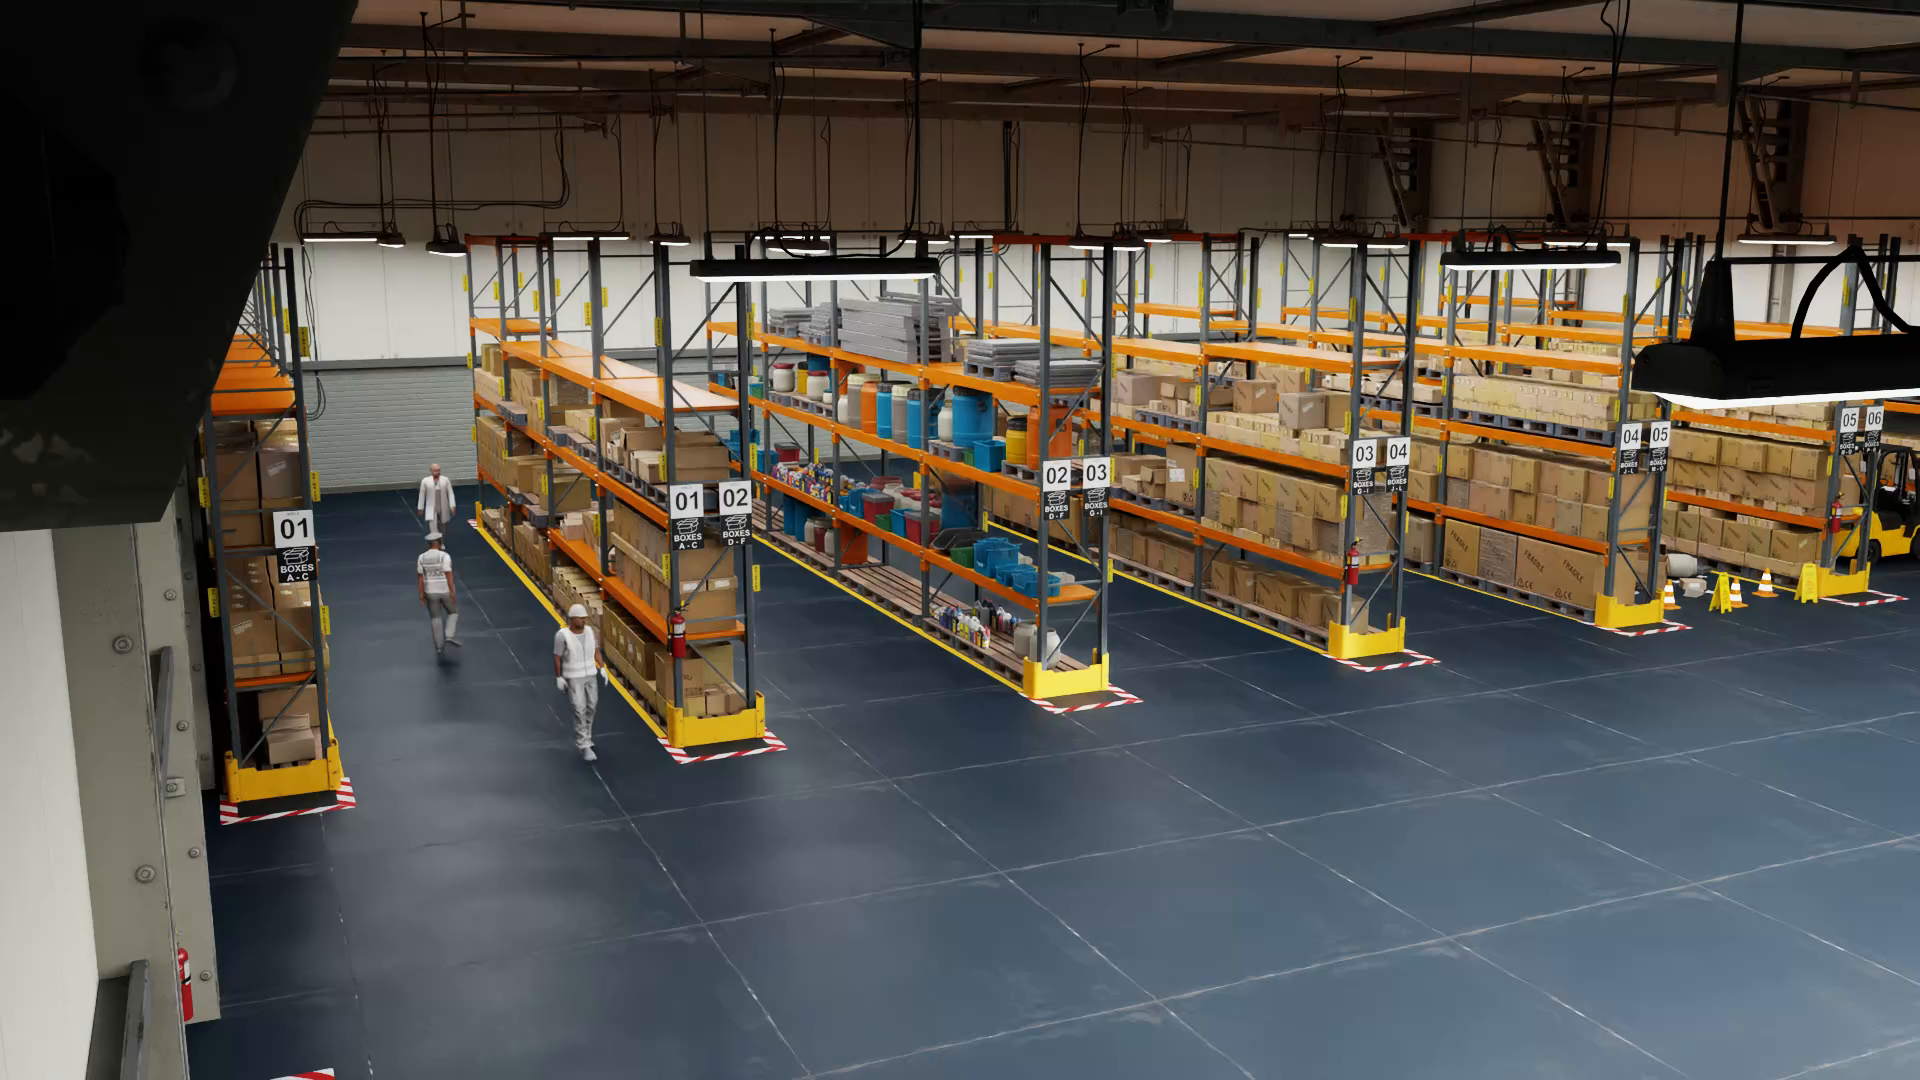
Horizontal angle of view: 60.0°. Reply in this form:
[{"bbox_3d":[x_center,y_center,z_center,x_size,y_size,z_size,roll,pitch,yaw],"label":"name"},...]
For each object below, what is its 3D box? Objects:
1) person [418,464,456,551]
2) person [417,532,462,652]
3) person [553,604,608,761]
[{"bbox_3d":[-9.895,-0.587,31.473,0.686,1.719,1.102,-5,12,-23],"label":"person"},{"bbox_3d":[-7.668,0.774,24.473,0.592,1.736,0.545,-2,11,-11],"label":"person"},{"bbox_3d":[-4.465,1.679,19.900,0.572,1.785,0.714,-11,15,-43],"label":"person"}]
